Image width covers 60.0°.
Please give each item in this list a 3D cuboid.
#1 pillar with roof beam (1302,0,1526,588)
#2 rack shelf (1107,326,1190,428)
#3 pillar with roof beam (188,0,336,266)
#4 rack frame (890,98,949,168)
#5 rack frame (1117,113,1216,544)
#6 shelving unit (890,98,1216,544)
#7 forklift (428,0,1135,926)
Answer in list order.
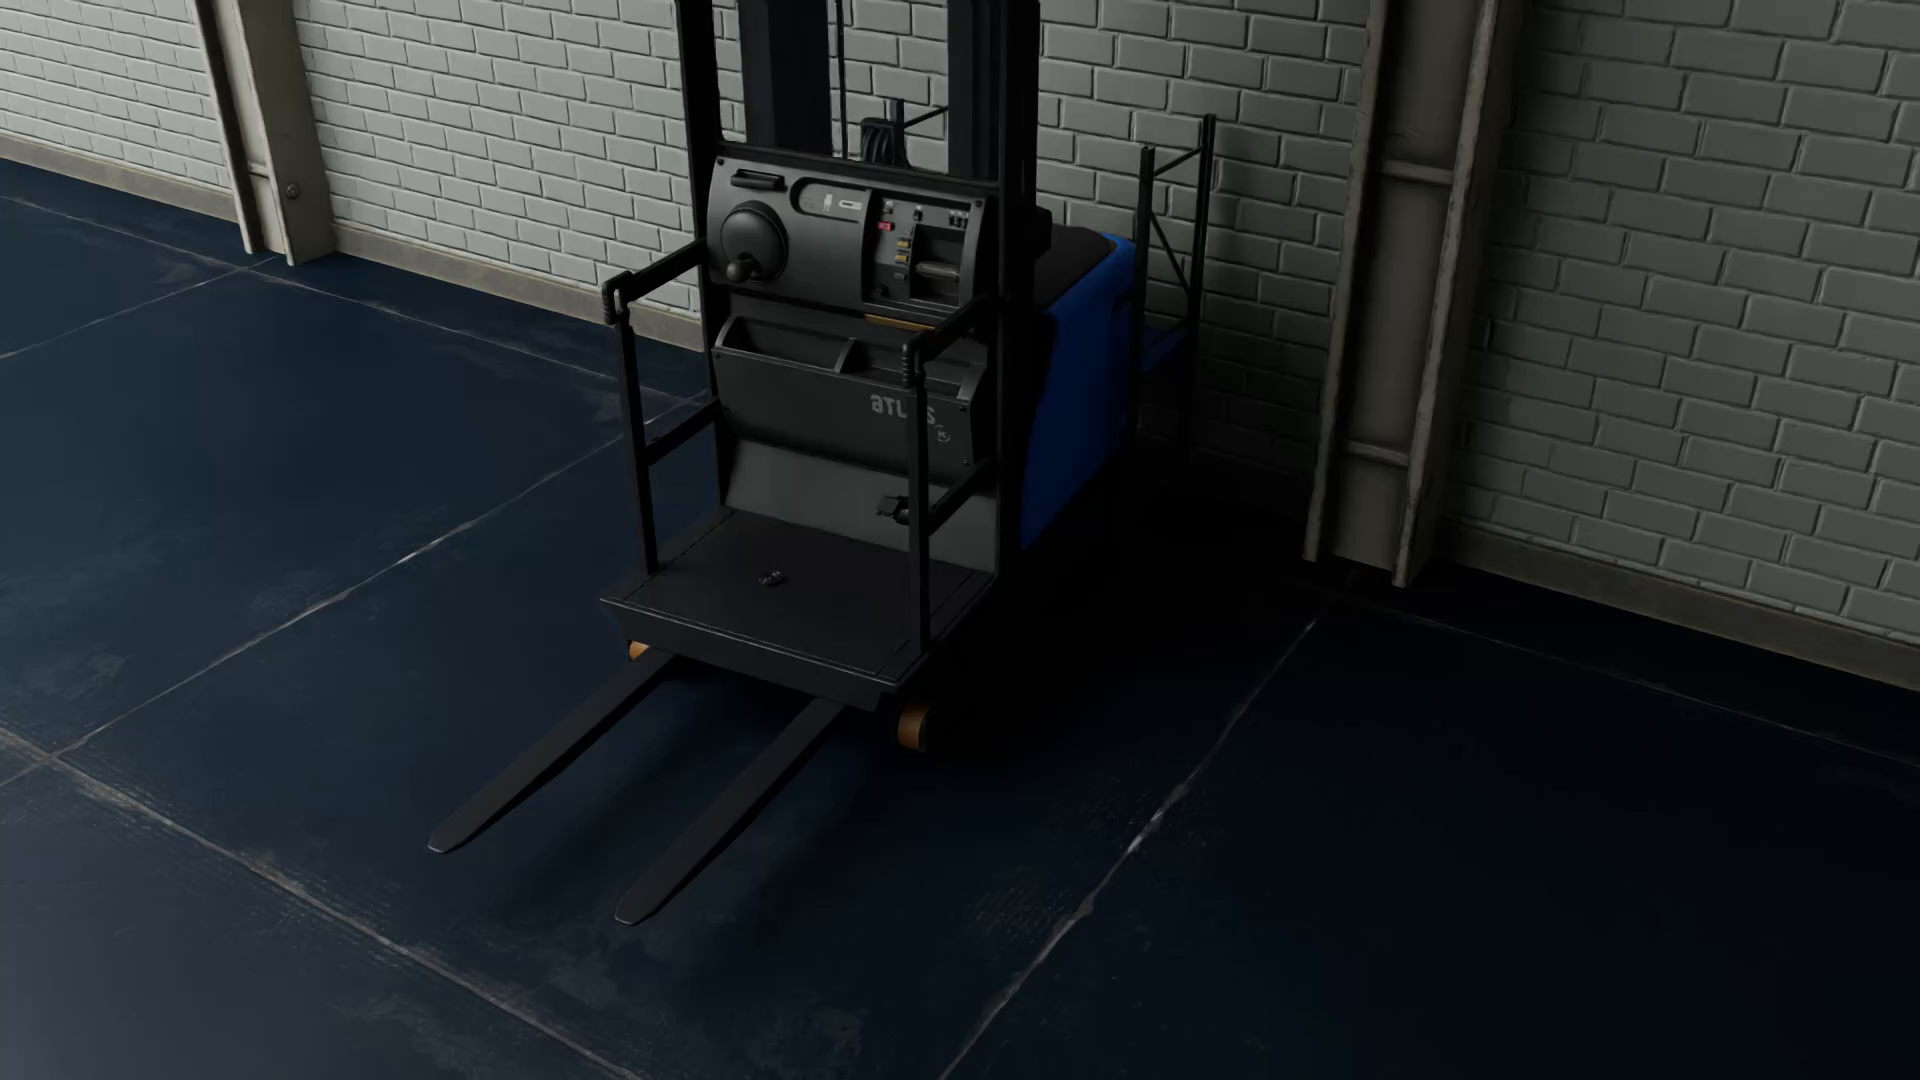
[{"bbox_3d":[-0.779,-1.994,0.737,0.400,9.000,9.100,18,35,27],"label":"pillar with roof beam"},{"bbox_3d":[0.320,-0.731,6.364,1.000,0.185,0.538,19,35,28],"label":"rack shelf"},{"bbox_3d":[-5.861,-3.601,3.492,0.400,9.000,9.100,18,35,27],"label":"pillar with roof beam"},{"bbox_3d":[-0.103,-1.030,6.516,0.032,1.500,0.500,19,35,28],"label":"rack frame"},{"bbox_3d":[0.744,-0.742,6.031,0.032,1.500,0.500,19,35,28],"label":"rack frame"},{"bbox_3d":[0.321,-0.886,6.274,1.048,1.500,0.538,19,35,28],"label":"shelving unit"},{"bbox_3d":[-0.445,-0.868,4.829,1.130,2.935,3.031,14,33,23],"label":"forklift"}]
